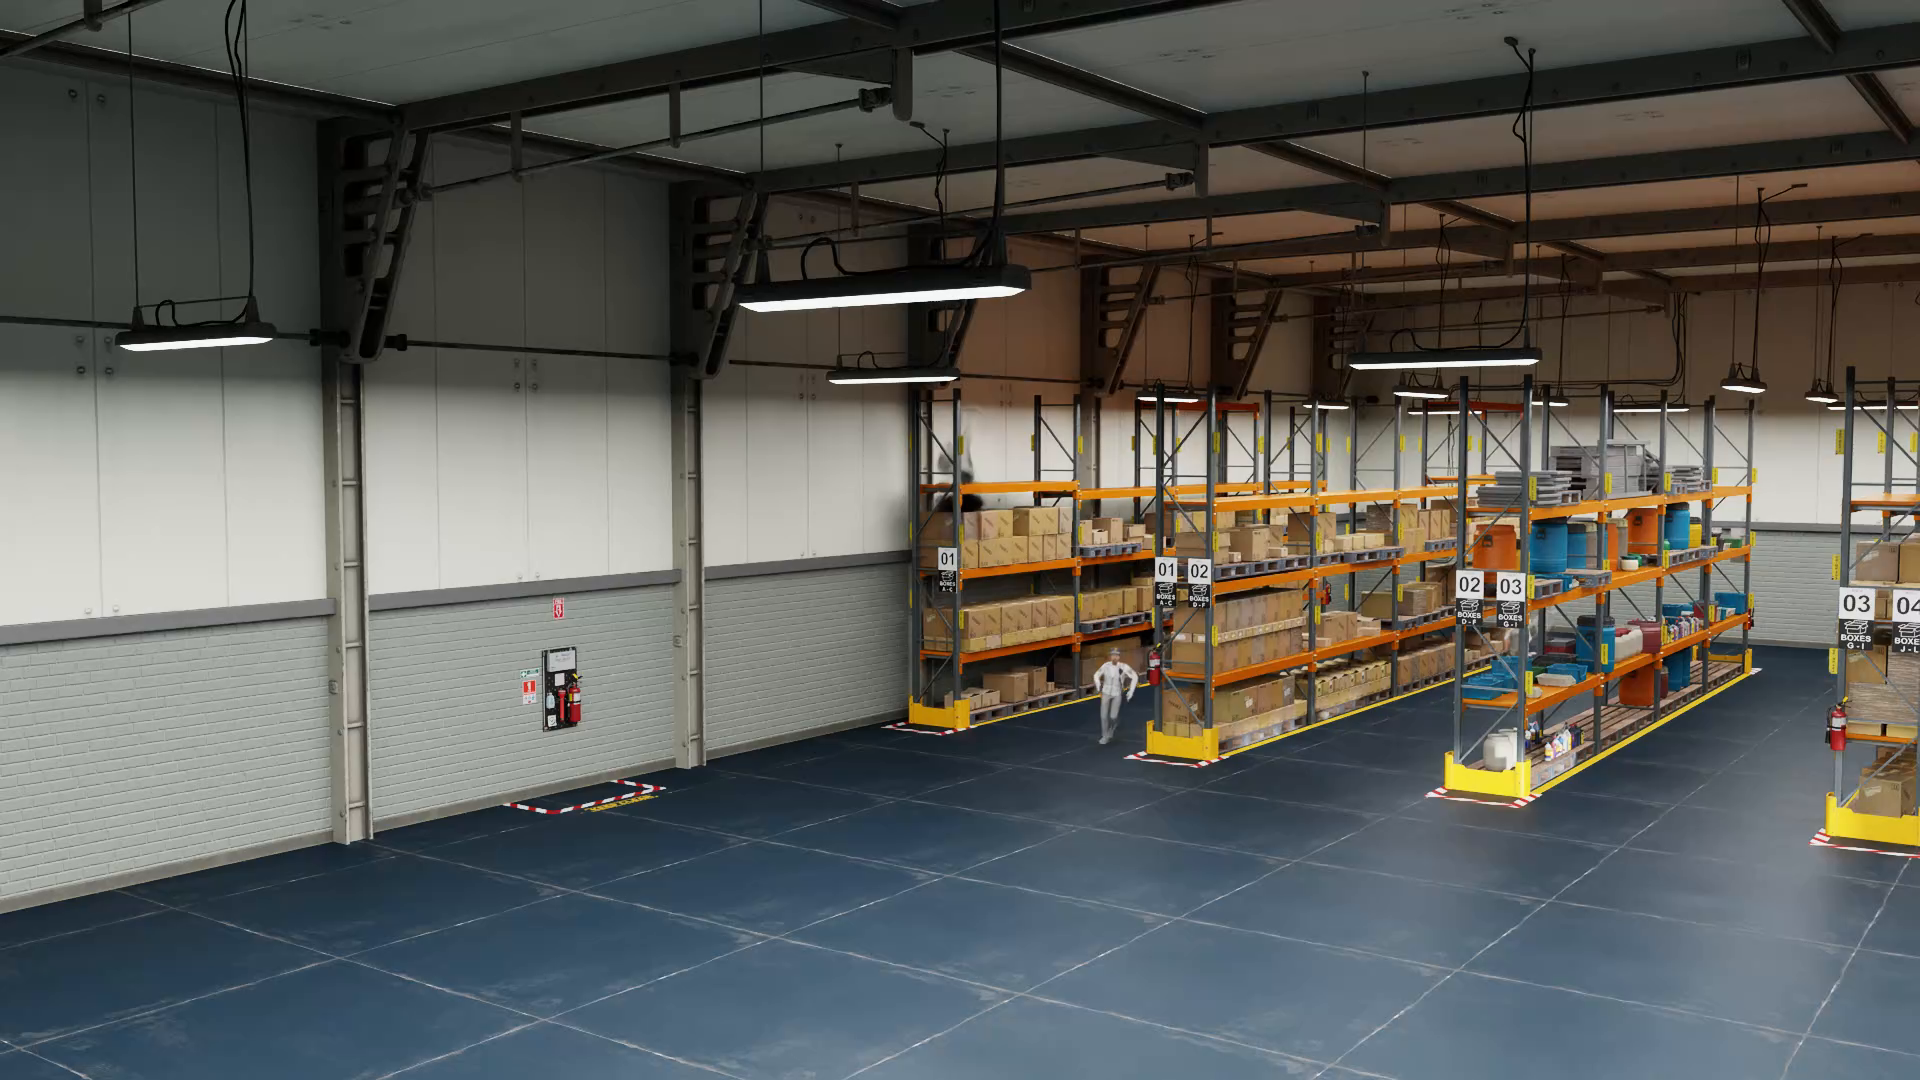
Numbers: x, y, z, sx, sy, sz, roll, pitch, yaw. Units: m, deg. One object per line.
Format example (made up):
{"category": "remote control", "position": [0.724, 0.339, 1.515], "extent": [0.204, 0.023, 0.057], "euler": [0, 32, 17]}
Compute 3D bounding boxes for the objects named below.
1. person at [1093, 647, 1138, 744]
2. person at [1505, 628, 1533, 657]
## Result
{"category": "person", "position": [2.594, 2.599, 27.759], "extent": [0.708, 1.645, 0.522], "euler": [1, 3, 16]}
{"category": "person", "position": [11.415, 2.287, 34.039], "extent": [0.568, 1.564, 0.570], "euler": [2, 4, 28]}
